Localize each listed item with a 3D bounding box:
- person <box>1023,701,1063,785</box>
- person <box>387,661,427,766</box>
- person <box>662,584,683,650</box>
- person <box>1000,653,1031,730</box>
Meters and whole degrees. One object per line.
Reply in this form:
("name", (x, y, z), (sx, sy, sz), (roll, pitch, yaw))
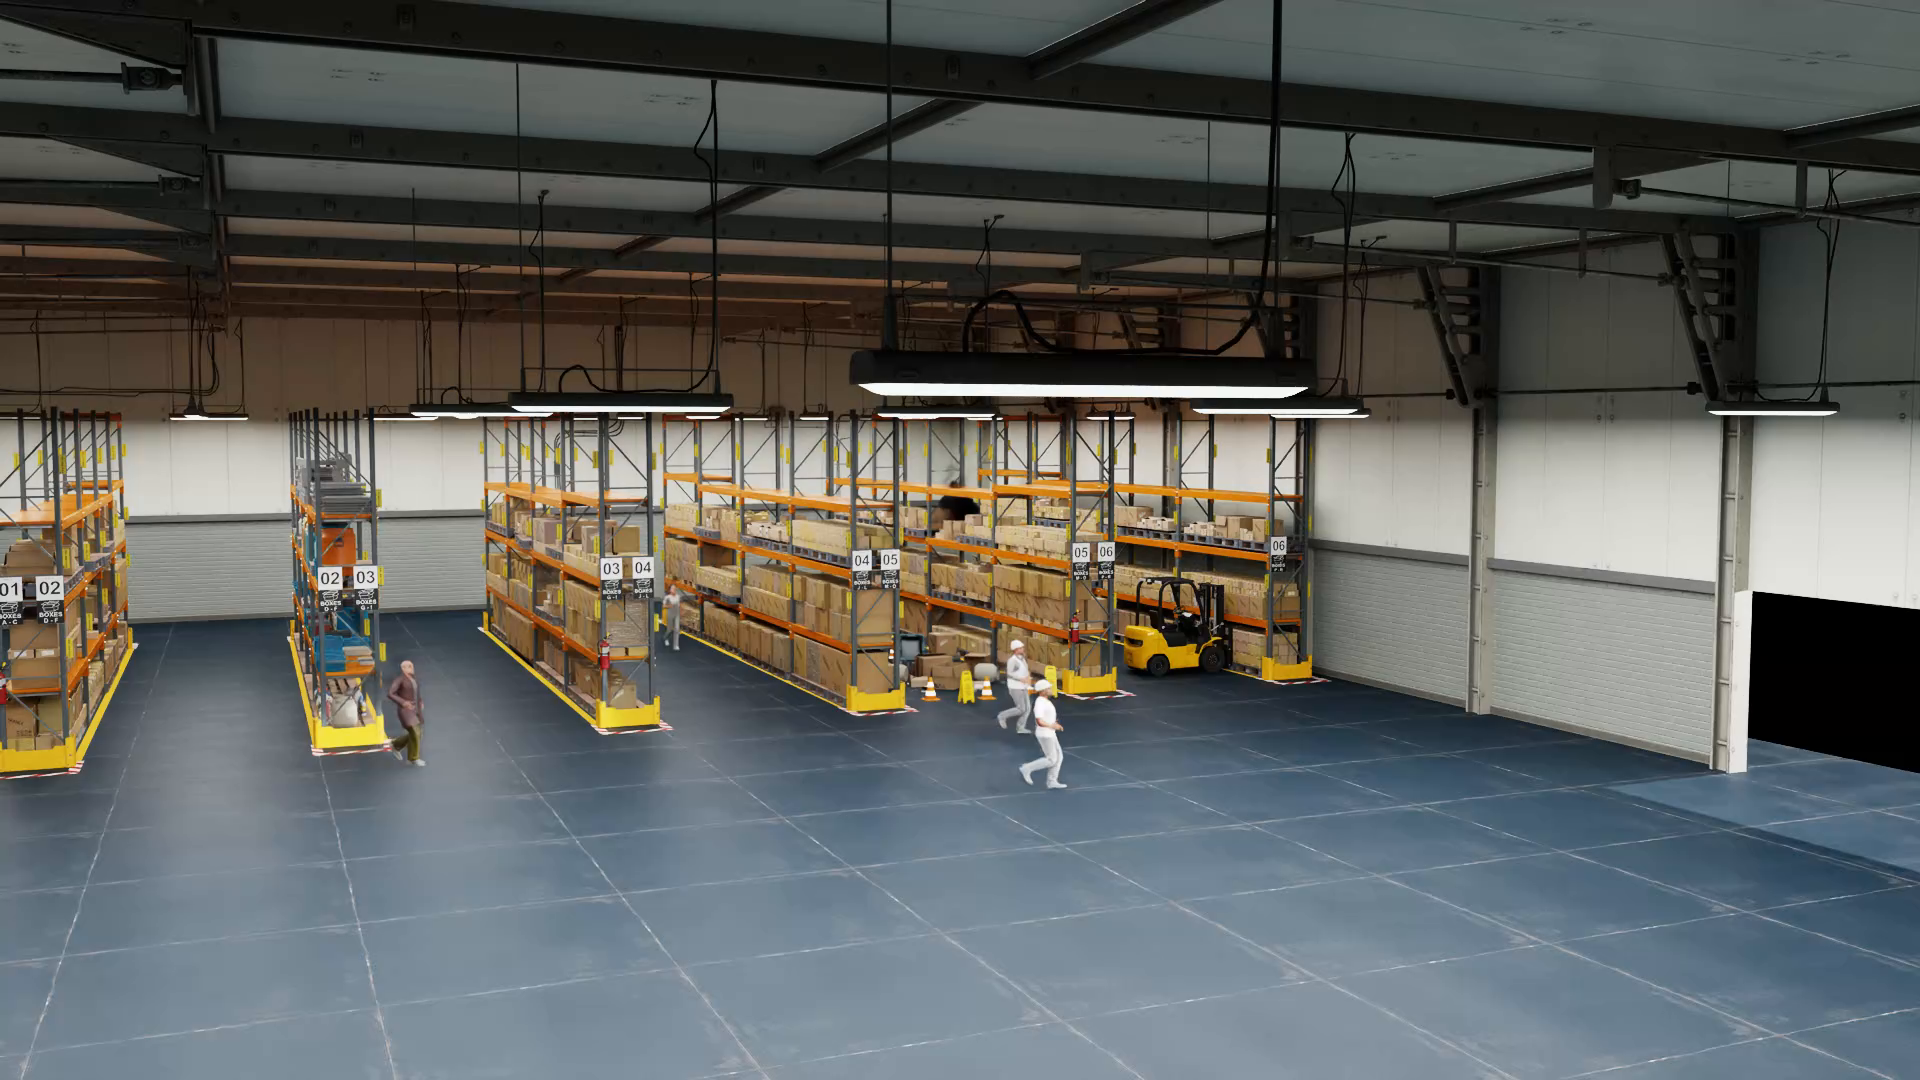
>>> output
("person", (1.299, 3.152, 26.014), (0.615, 1.372, 0.680), (0, 4, 6))
("person", (-9.301, 2.910, 27.946), (0.735, 1.771, 0.762), (1, 4, 18))
("person", (-7.247, 1.934, 41.976), (0.568, 1.649, 0.902), (-2, 5, -29))
("person", (1.032, 2.793, 30.684), (0.556, 1.455, 0.447), (2, 4, 22))
